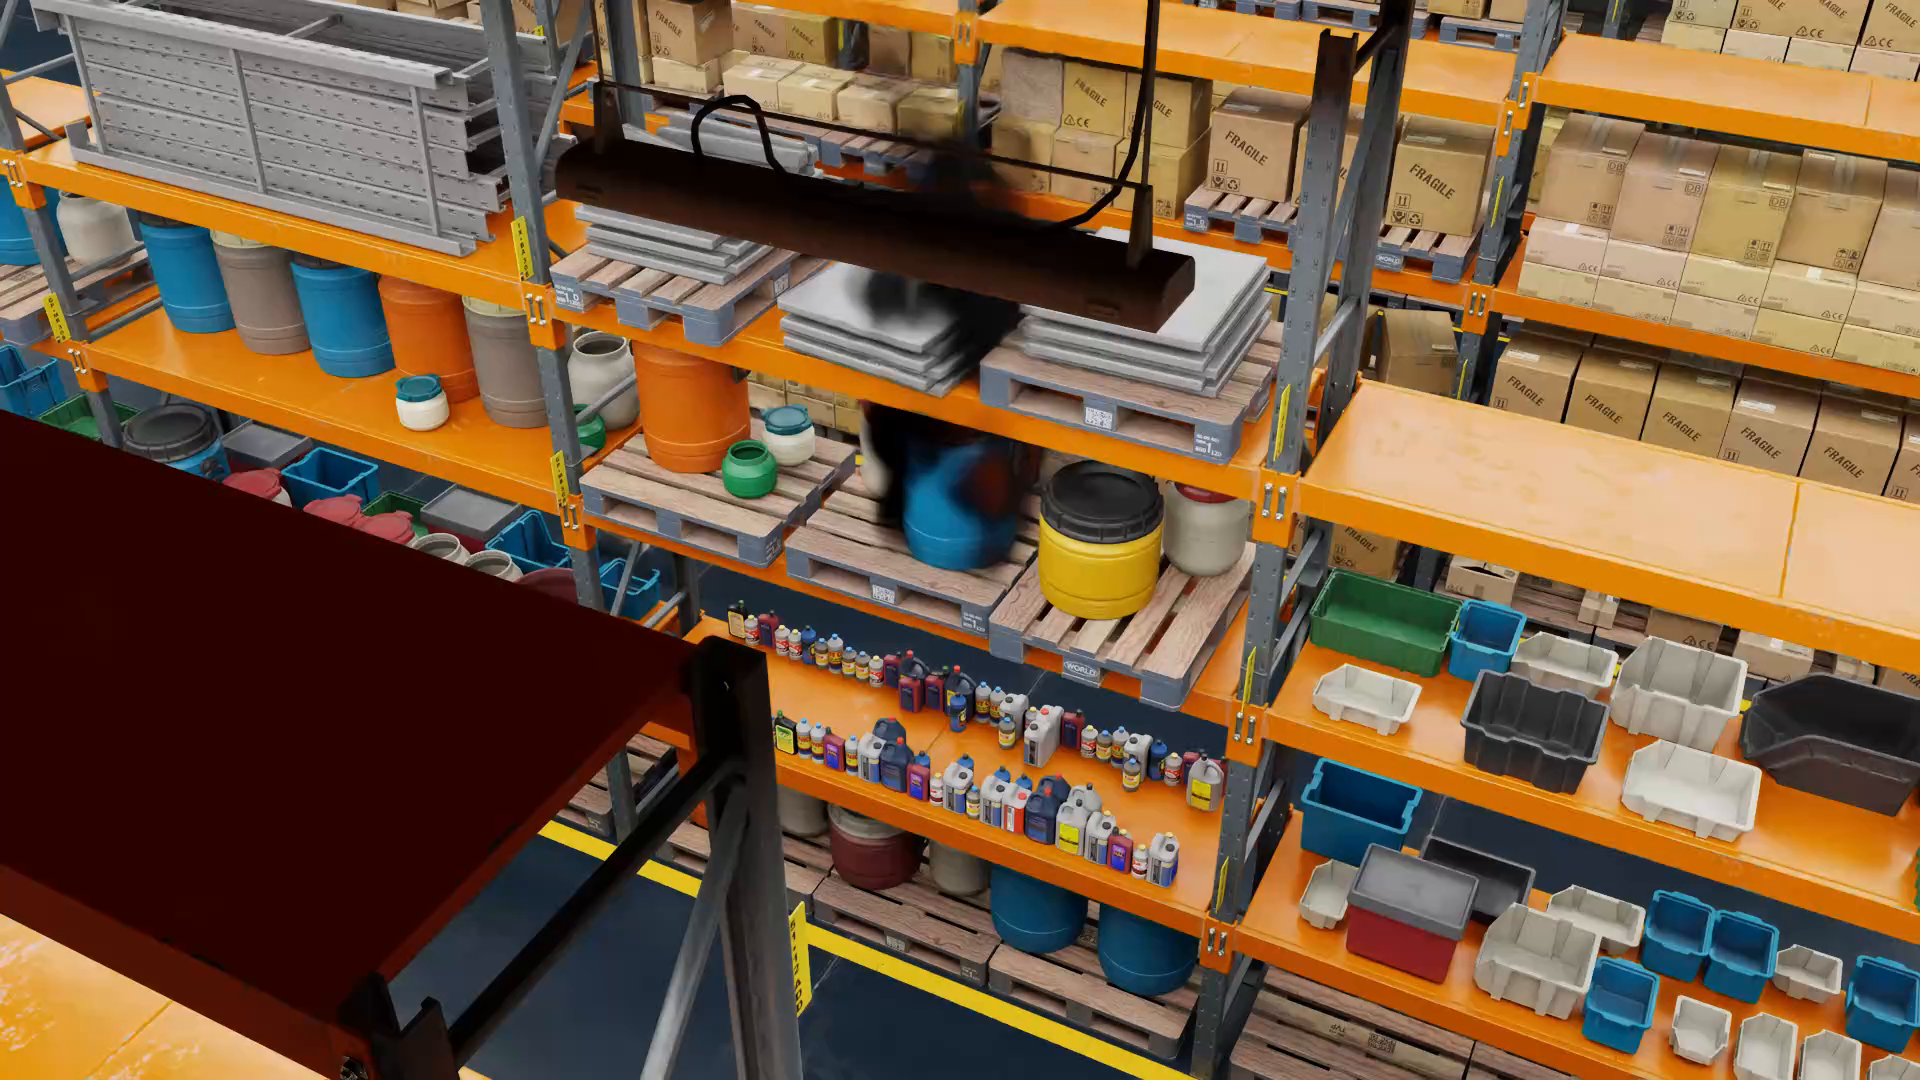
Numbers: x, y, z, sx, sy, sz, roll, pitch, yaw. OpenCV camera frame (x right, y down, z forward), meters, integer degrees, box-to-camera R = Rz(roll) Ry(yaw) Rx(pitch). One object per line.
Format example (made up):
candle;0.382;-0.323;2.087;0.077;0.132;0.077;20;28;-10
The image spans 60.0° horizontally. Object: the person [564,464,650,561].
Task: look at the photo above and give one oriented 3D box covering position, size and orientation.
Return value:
person;-2.879;-0.545;13.191;0.899;1.642;0.615;13;37;18
